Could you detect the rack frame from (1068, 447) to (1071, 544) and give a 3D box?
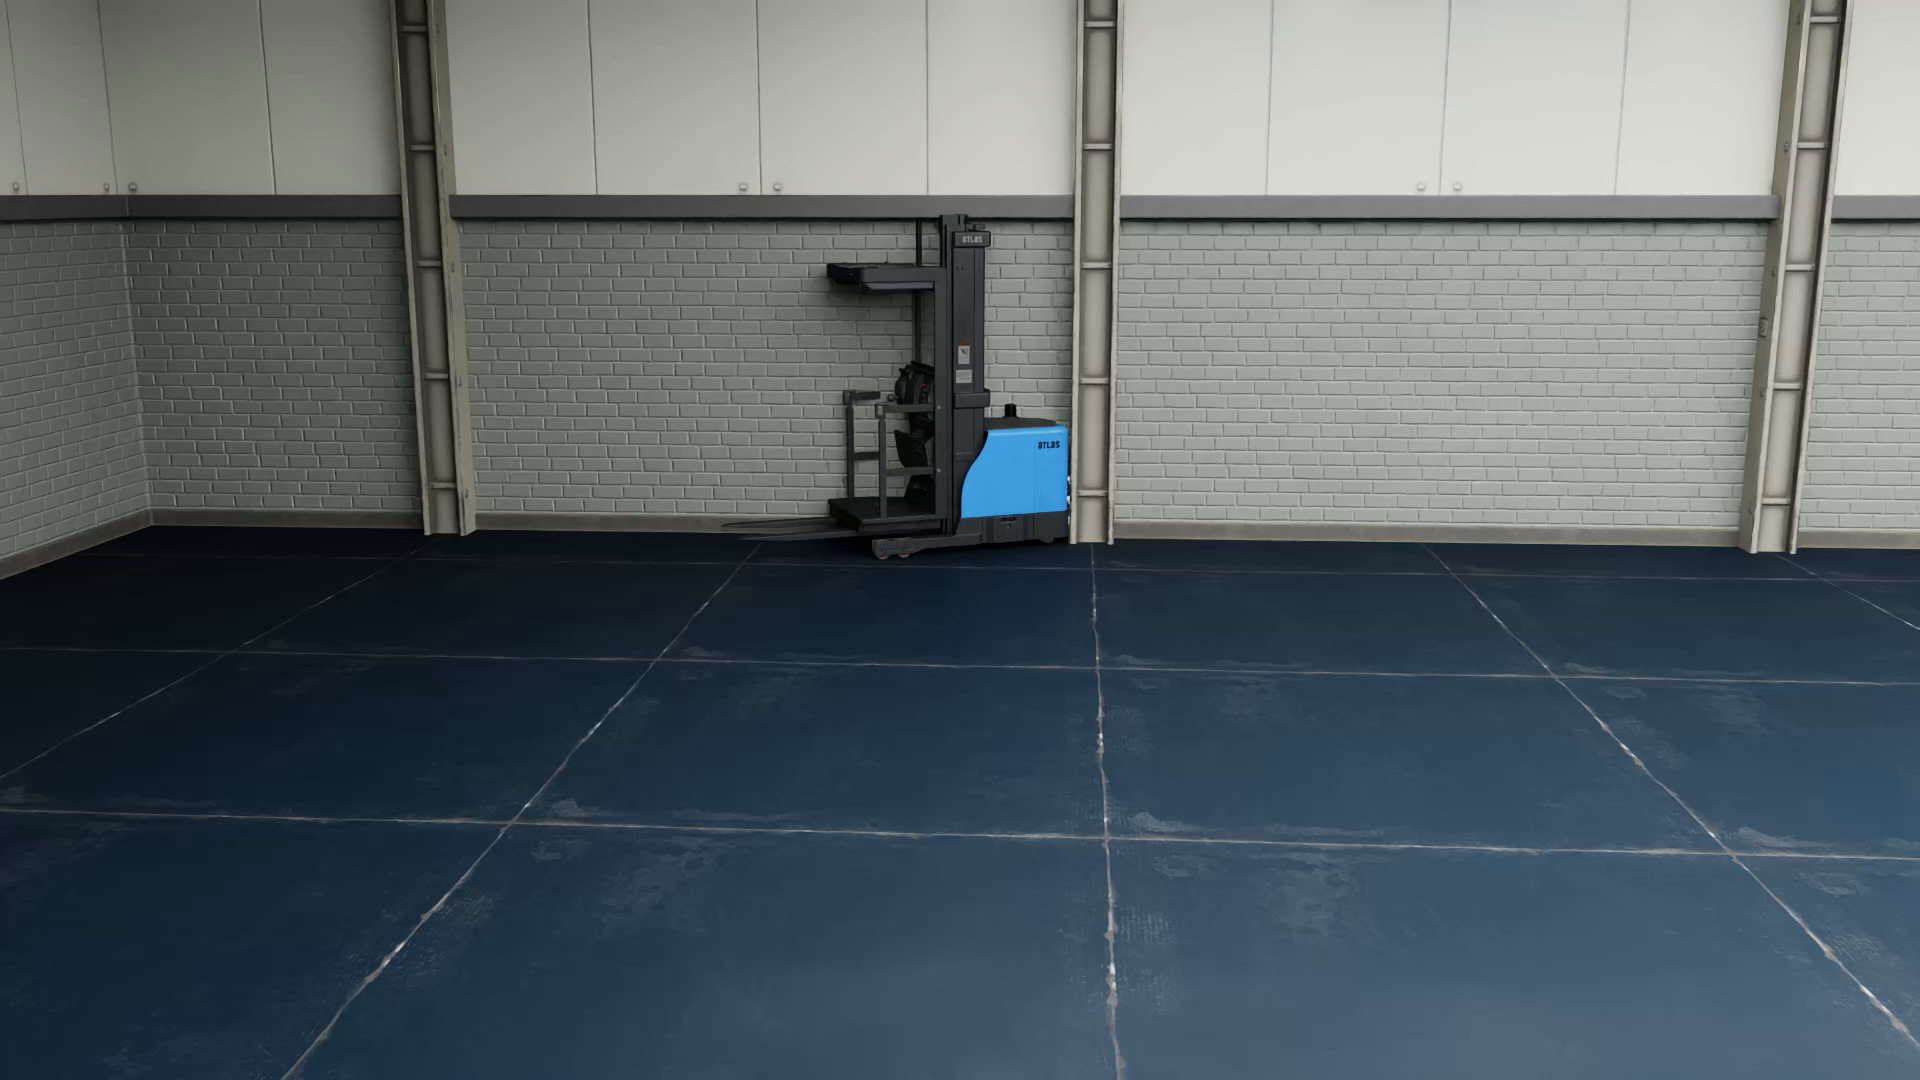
[{"bbox_3d":[0.999,-0.405,15.144,0.006,0.900,0.240,1,6,3],"label":"rack frame"}]

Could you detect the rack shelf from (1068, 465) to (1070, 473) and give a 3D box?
[{"bbox_3d":[0.901,-0.642,15.124,0.200,0.077,0.258,1,6,3],"label":"rack shelf"}]

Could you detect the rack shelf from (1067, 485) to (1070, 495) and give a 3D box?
[{"bbox_3d":[0.898,-0.463,15.143,0.200,0.077,0.258,1,6,3],"label":"rack shelf"}]

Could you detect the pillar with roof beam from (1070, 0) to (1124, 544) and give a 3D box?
[{"bbox_3d":[0.916,-3.520,10.097,0.400,9.000,9.100,1,12,4],"label":"pillar with roof beam"}]

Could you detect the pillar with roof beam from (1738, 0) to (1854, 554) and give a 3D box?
[{"bbox_3d":[6.903,-3.437,9.705,0.400,9.000,9.100,1,12,4],"label":"pillar with roof beam"}]

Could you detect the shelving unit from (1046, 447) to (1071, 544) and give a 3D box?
[{"bbox_3d":[0.897,-0.407,15.150,0.210,0.900,0.258,1,6,3],"label":"shelving unit"}]

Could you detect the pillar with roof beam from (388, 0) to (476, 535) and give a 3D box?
[{"bbox_3d":[-5.070,-3.602,10.490,0.400,9.000,9.100,1,12,4],"label":"pillar with roof beam"}]

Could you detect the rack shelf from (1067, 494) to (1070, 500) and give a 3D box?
[{"bbox_3d":[0.897,-0.374,15.153,0.200,0.077,0.258,1,6,3],"label":"rack shelf"}]

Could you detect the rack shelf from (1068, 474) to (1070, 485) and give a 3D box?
[{"bbox_3d":[0.900,-0.553,15.133,0.200,0.077,0.258,1,6,3],"label":"rack shelf"}]

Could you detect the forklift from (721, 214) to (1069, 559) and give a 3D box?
[{"bbox_3d":[-0.588,-1.391,14.741,3.031,2.935,1.130,-4,13,-20],"label":"forklift"}]

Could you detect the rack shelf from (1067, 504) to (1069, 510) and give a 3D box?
[{"bbox_3d":[0.896,-0.284,15.163,0.200,0.077,0.258,1,6,3],"label":"rack shelf"}]
